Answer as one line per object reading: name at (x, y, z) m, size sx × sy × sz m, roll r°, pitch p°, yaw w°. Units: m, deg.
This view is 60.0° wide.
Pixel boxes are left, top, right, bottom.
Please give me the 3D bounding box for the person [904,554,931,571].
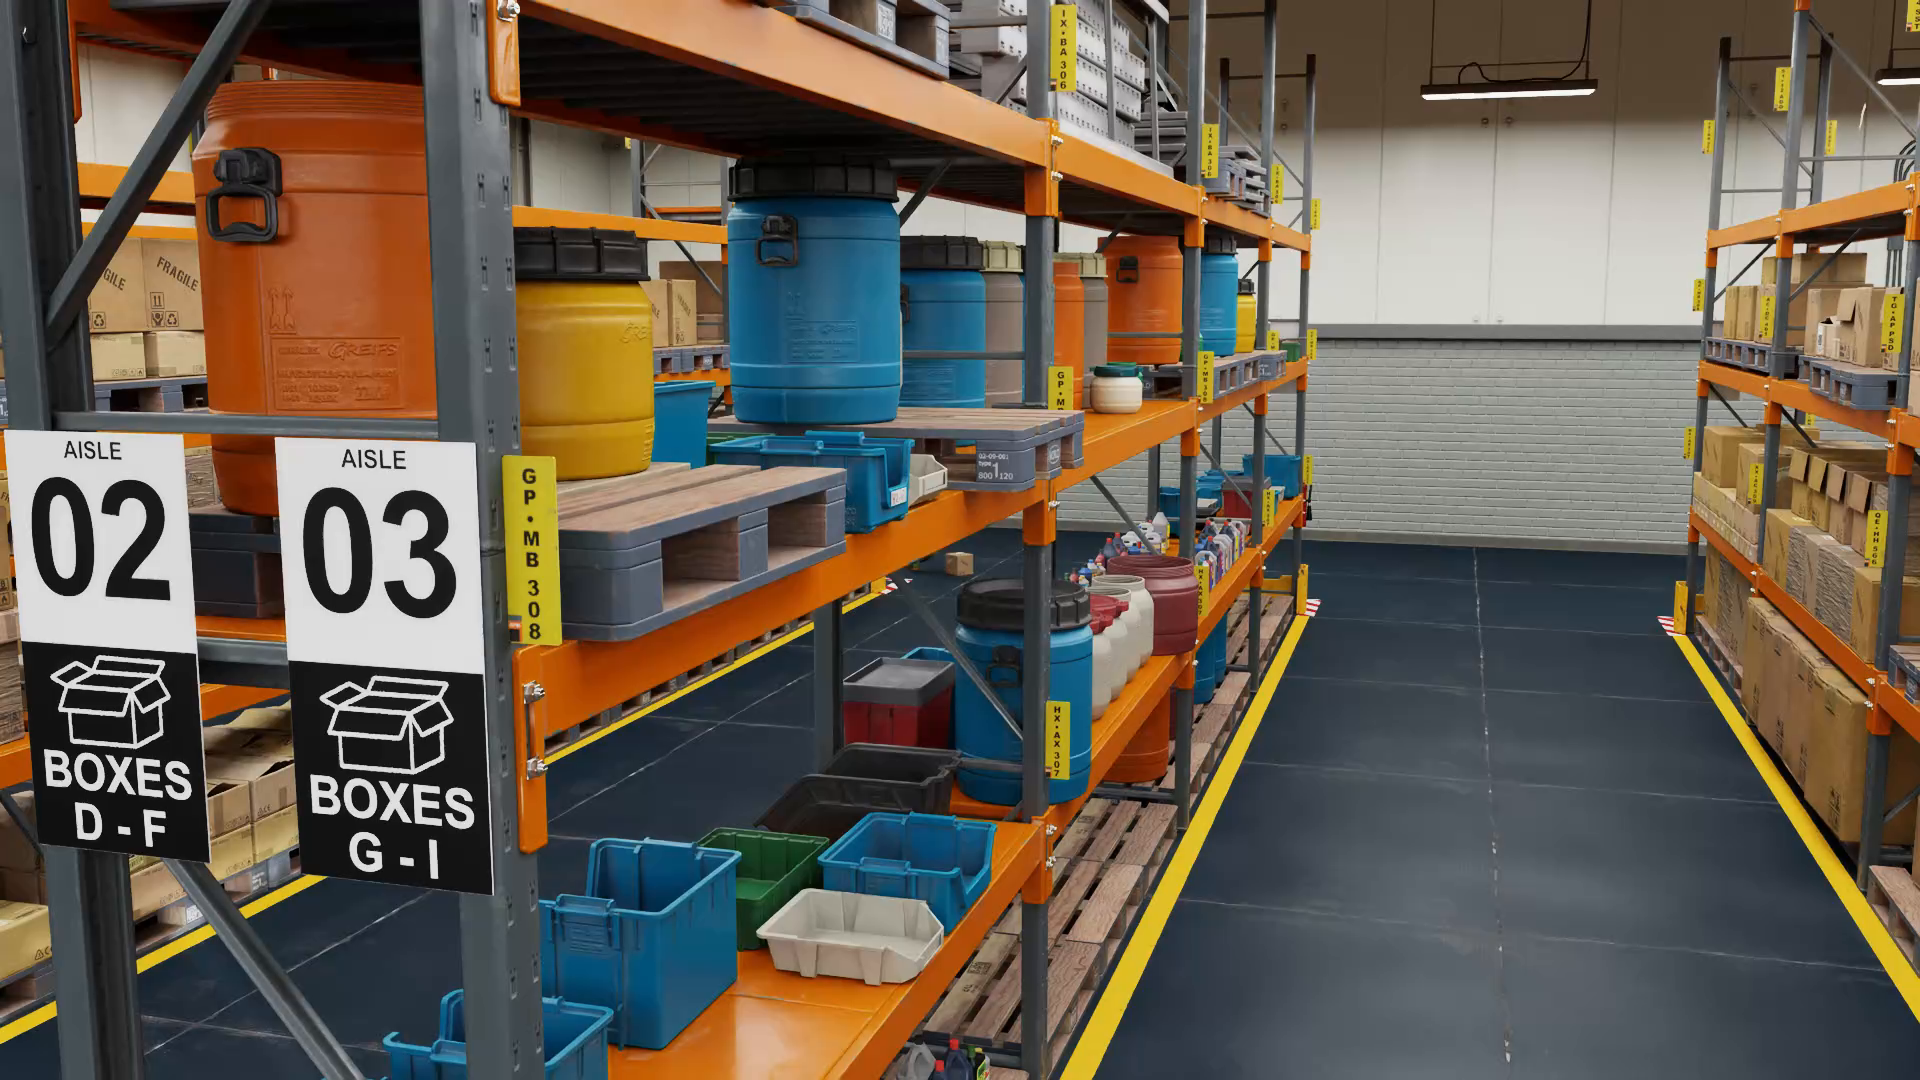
person at (-0.696, -0.487, 20.994) m, size 0.658 × 1.774 × 0.438 m, roll -7°, pitch 11°, yaw -42°
